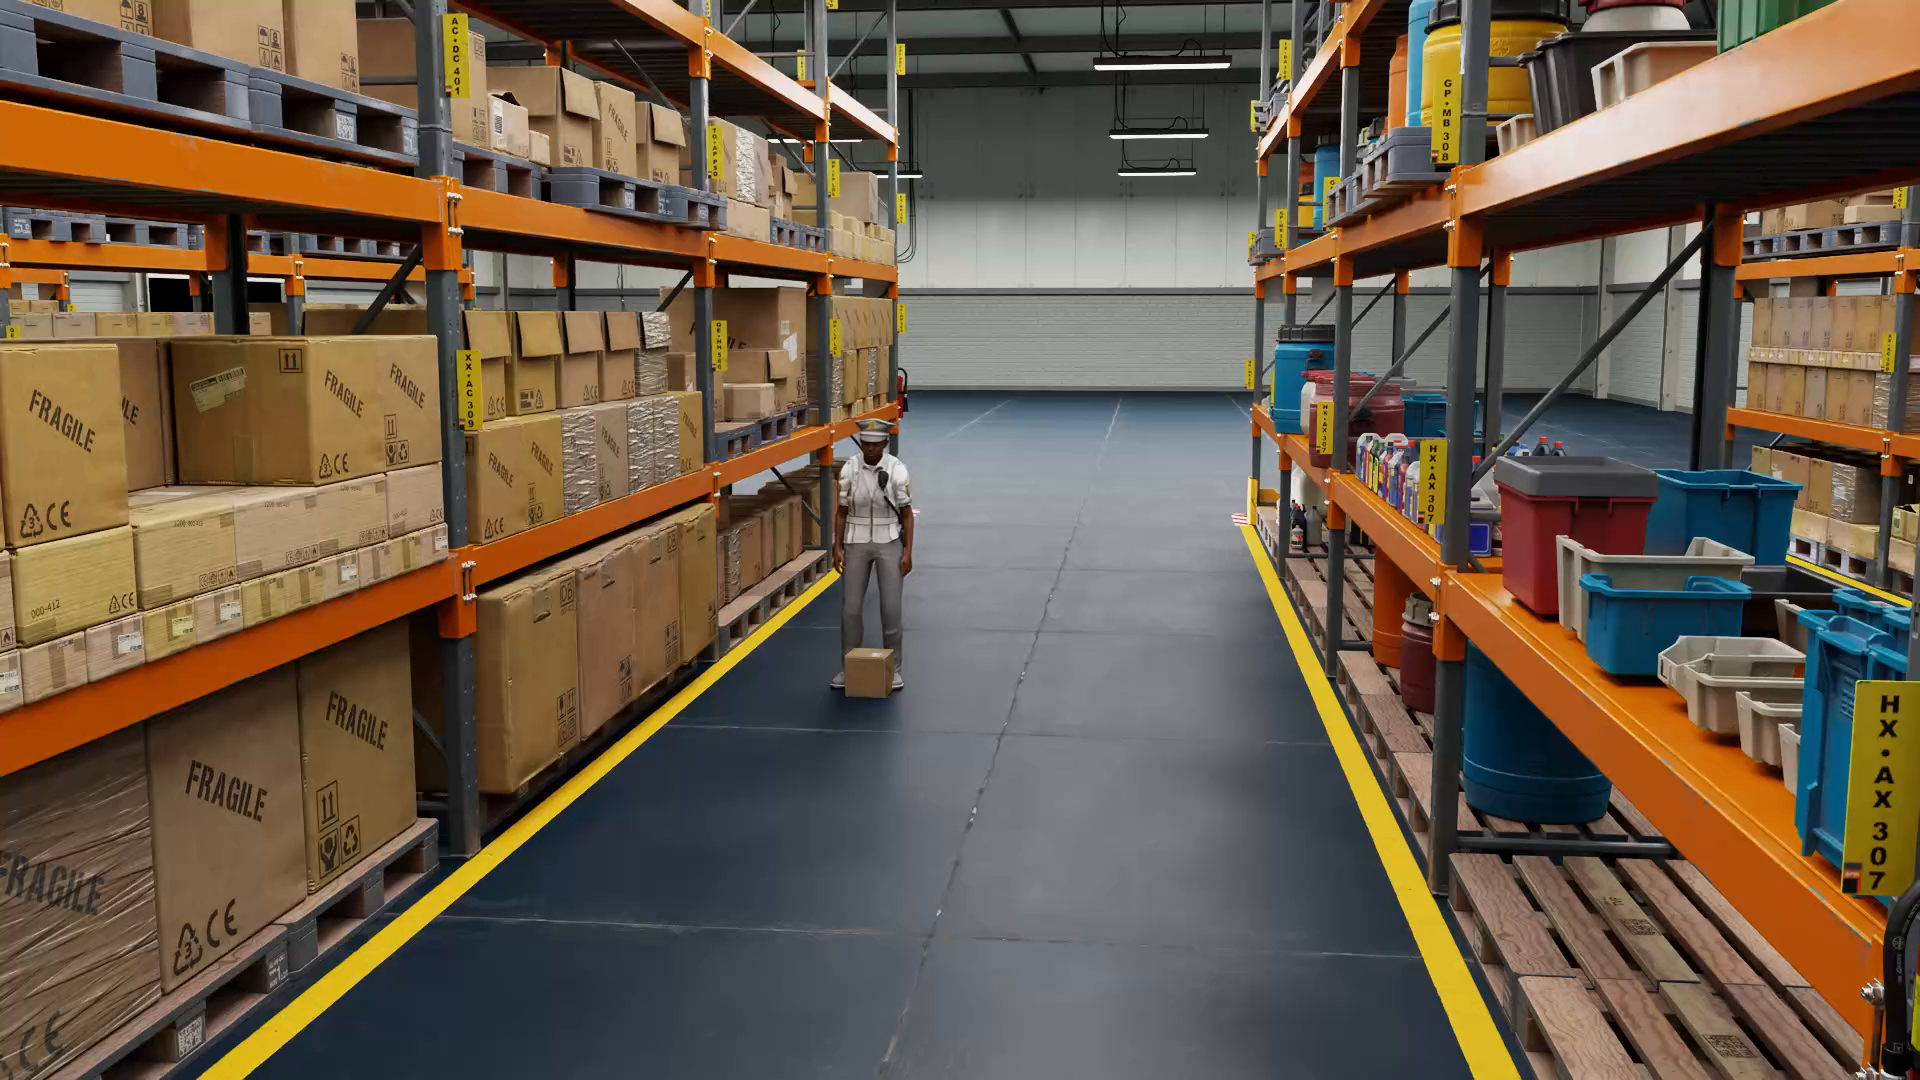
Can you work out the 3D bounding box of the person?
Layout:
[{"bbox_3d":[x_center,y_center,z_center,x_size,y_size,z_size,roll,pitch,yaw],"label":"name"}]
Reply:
[{"bbox_3d":[-0.537,0.077,10.230,0.506,1.660,0.392,1,8,7],"label":"person"}]
